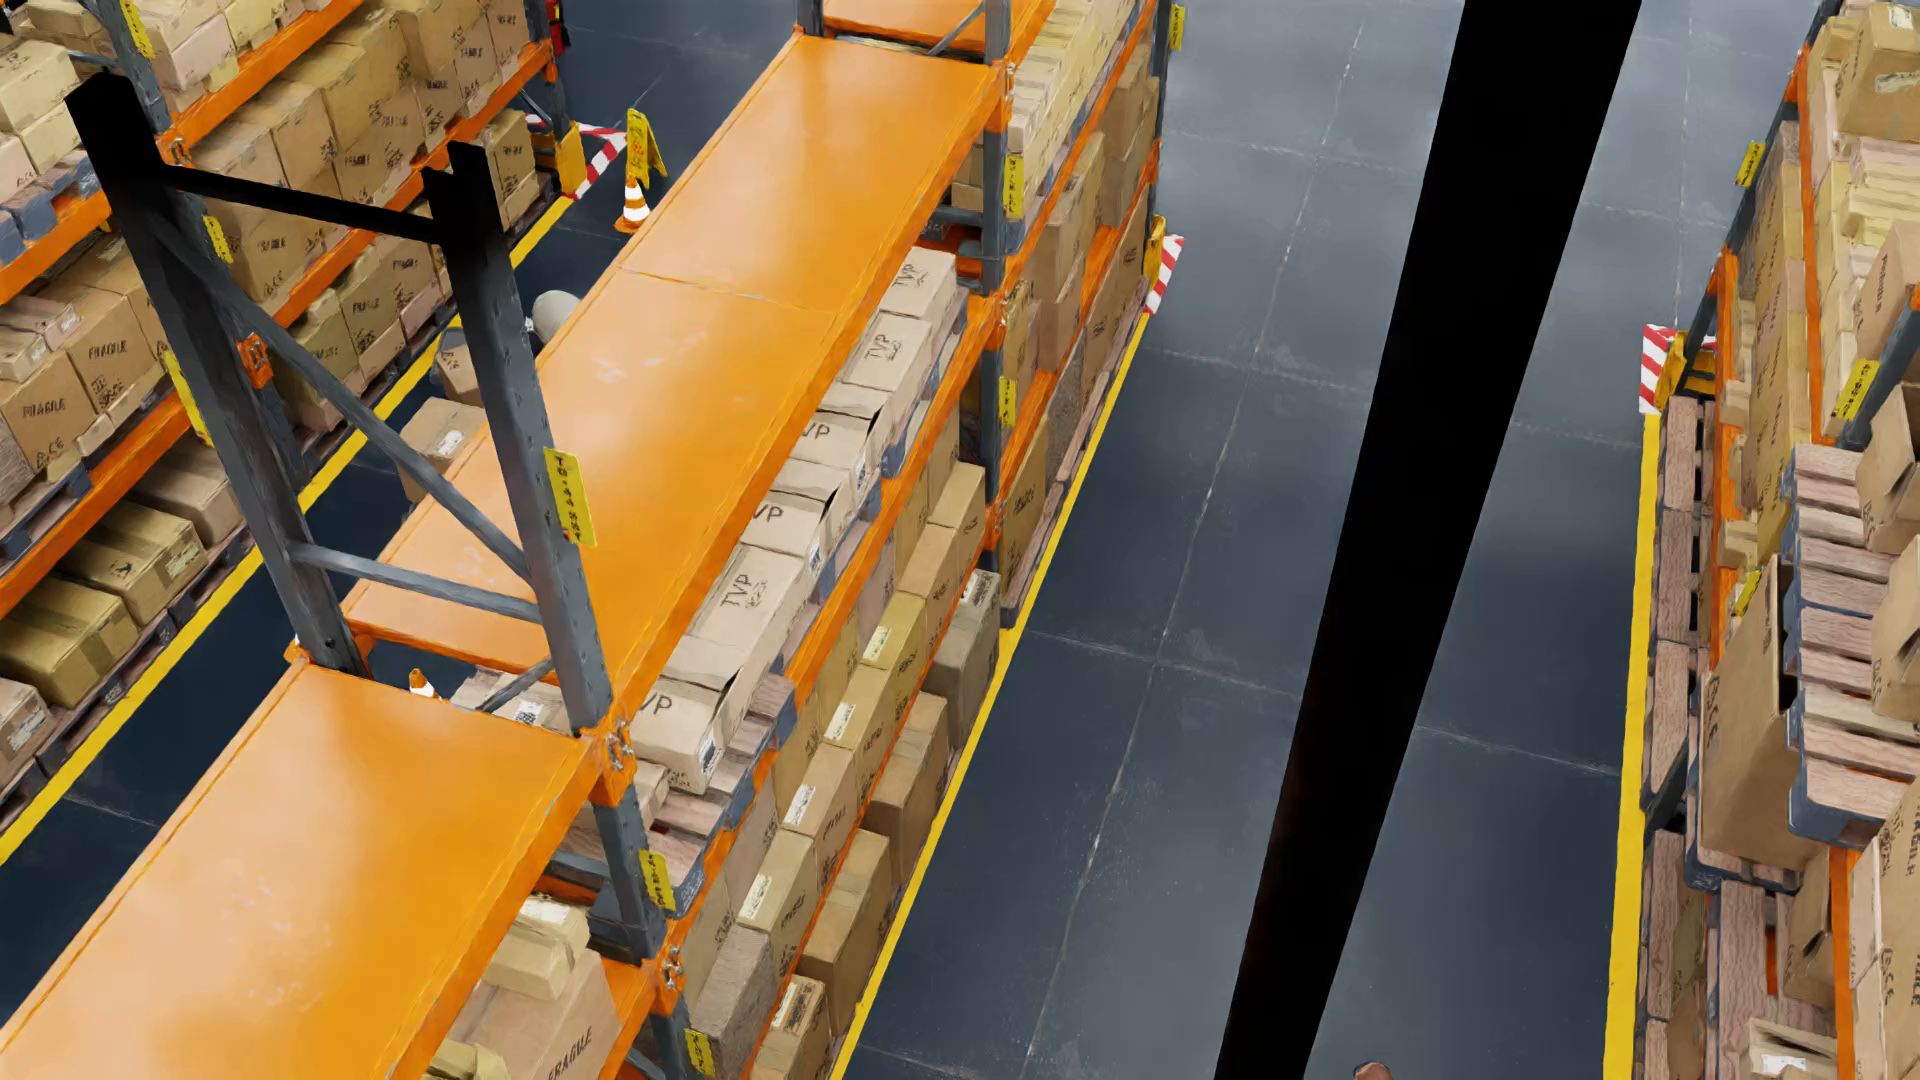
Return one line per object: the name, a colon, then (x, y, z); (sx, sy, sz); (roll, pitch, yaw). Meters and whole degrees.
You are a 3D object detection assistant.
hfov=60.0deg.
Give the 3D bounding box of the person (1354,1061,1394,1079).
person: (1.697, 2.737, 7.280); (0.536, 1.659, 0.991); (7, 46, 7)
